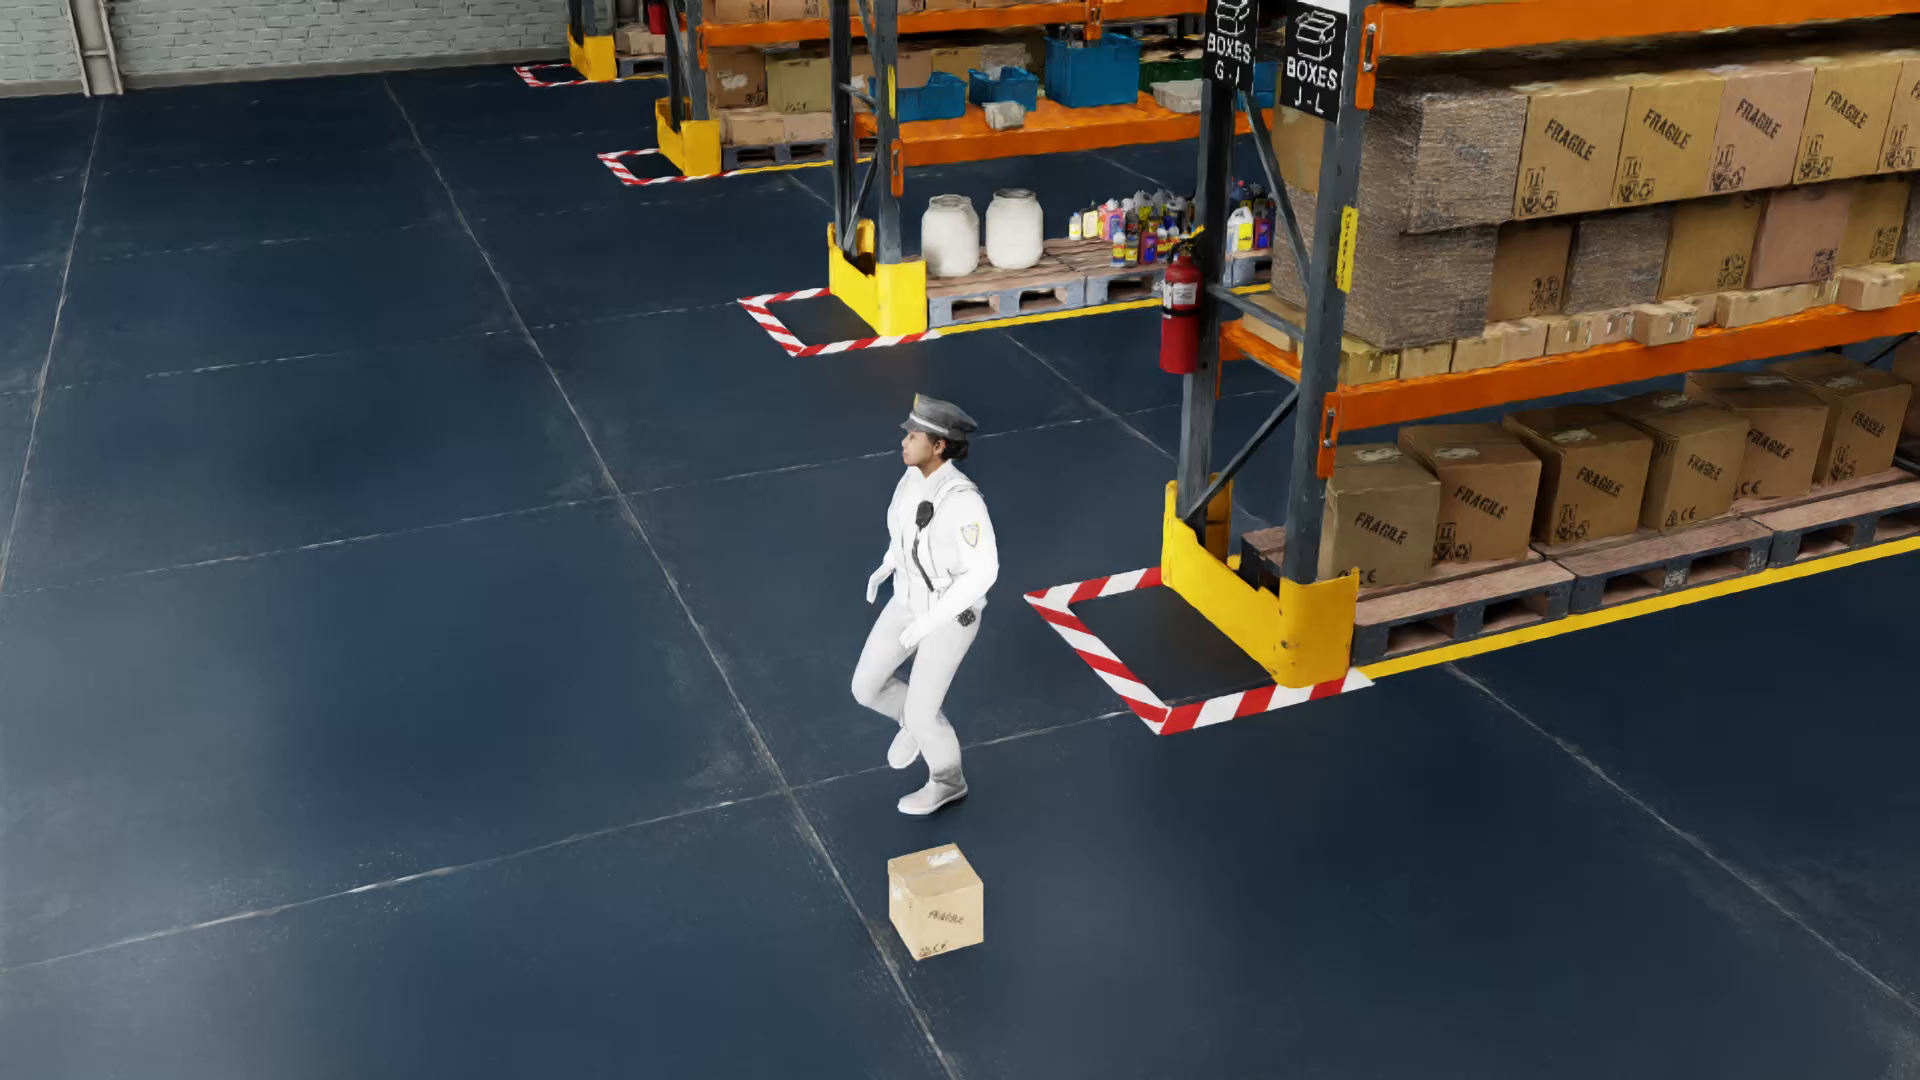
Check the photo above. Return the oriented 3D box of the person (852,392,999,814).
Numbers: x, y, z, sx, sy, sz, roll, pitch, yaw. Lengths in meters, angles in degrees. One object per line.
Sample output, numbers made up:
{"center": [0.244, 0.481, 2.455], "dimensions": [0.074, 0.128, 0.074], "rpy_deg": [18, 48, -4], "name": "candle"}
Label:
{"center": [-0.123, 0.267, 6.075], "dimensions": [0.470, 1.665, 0.654], "rpy_deg": [-18, 31, -33], "name": "person"}
